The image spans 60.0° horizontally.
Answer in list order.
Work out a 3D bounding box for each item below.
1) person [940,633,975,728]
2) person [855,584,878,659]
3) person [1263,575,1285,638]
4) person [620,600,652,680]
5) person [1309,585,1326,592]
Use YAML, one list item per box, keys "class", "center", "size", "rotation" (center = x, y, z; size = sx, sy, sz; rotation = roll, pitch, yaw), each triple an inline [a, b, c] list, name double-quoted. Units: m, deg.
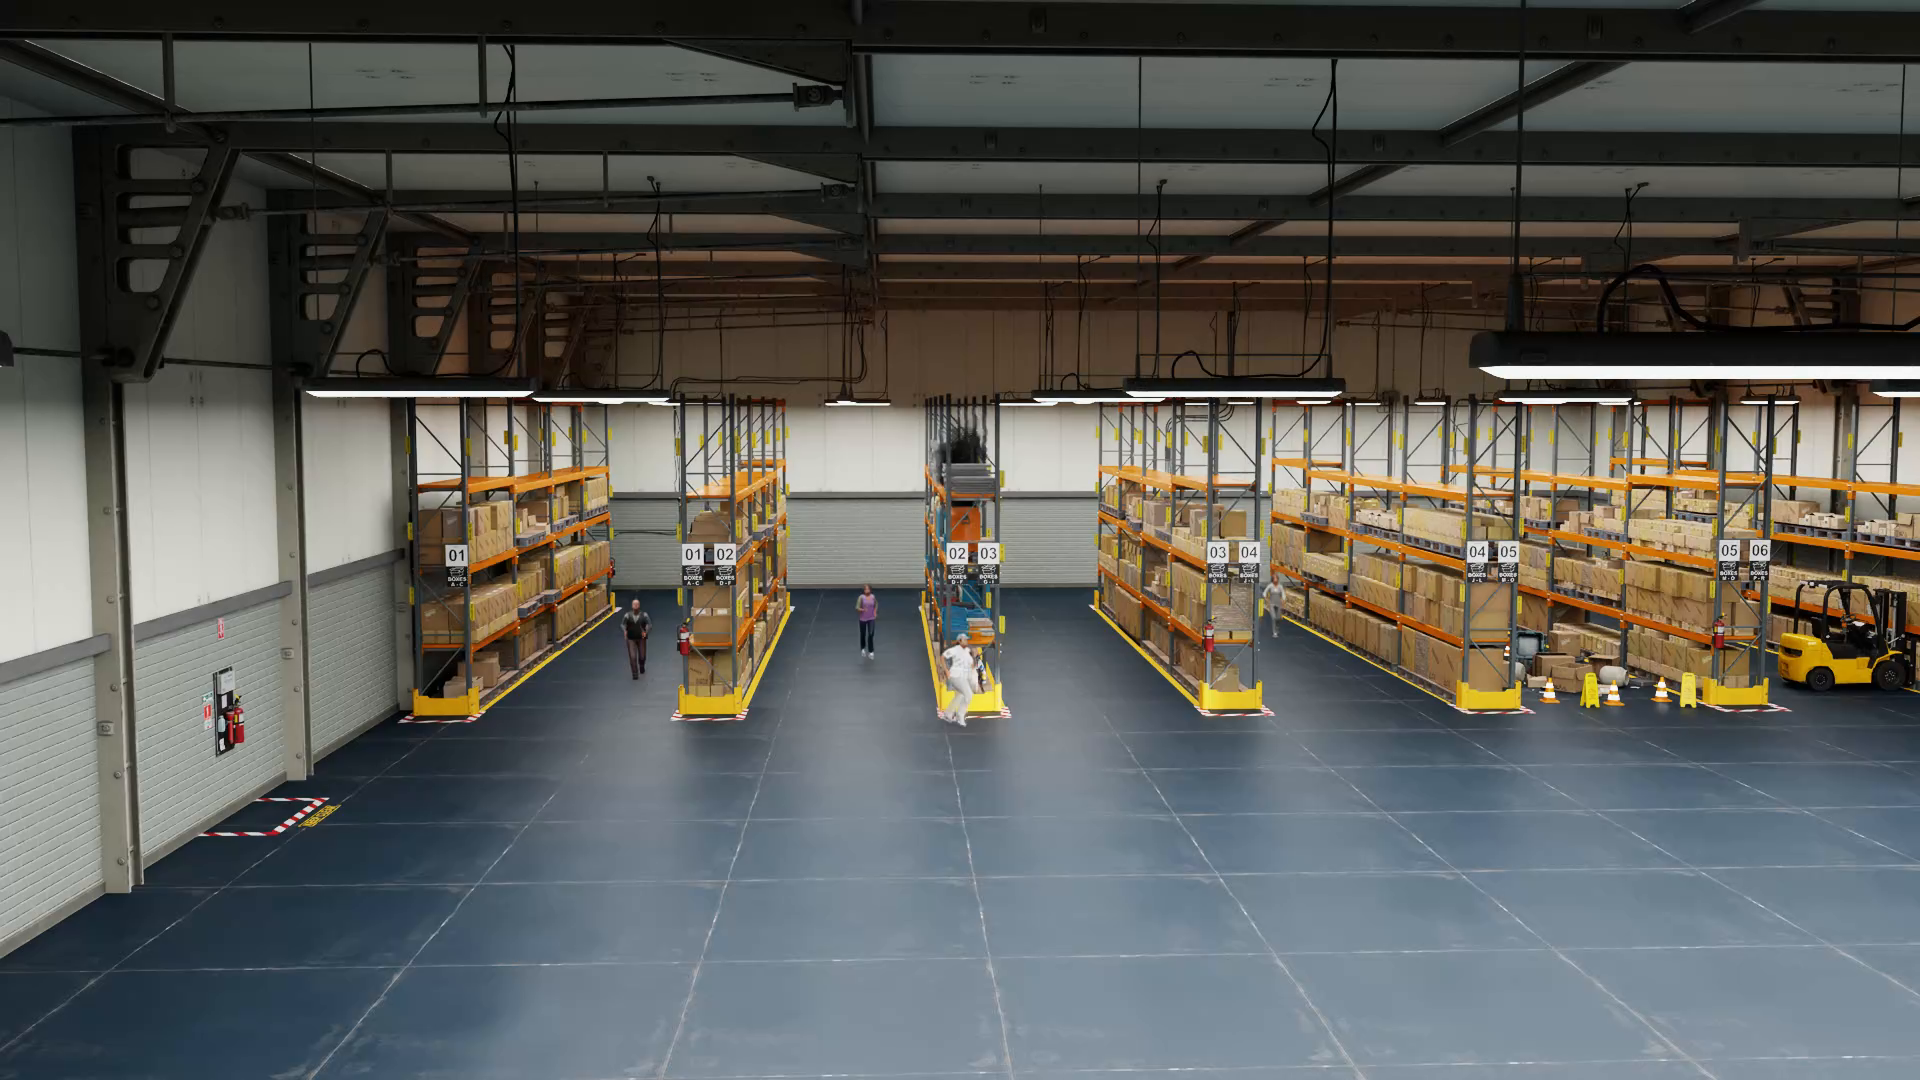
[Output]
- class: "person"
  center: [0.013, 2.524, 30.148]
  size: [0.676, 1.666, 0.600]
  rotation: [3, 5, 30]
- class: "person"
  center: [-2.035, 1.778, 36.509]
  size: [0.539, 1.622, 0.806]
  rotation: [-1, 5, -14]
- class: "person"
  center: [7.878, 1.645, 41.760]
  size: [0.561, 1.569, 0.560]
  rotation: [0, 5, 0]
- class: "person"
  center: [-6.866, 2.104, 35.227]
  size: [0.657, 1.673, 0.614]
  rotation: [-1, 5, -10]
- class: "person"
  center: [10.482, 1.084, 48.625]
  size: [0.653, 1.672, 0.680]
  rotation: [-3, 5, -31]
